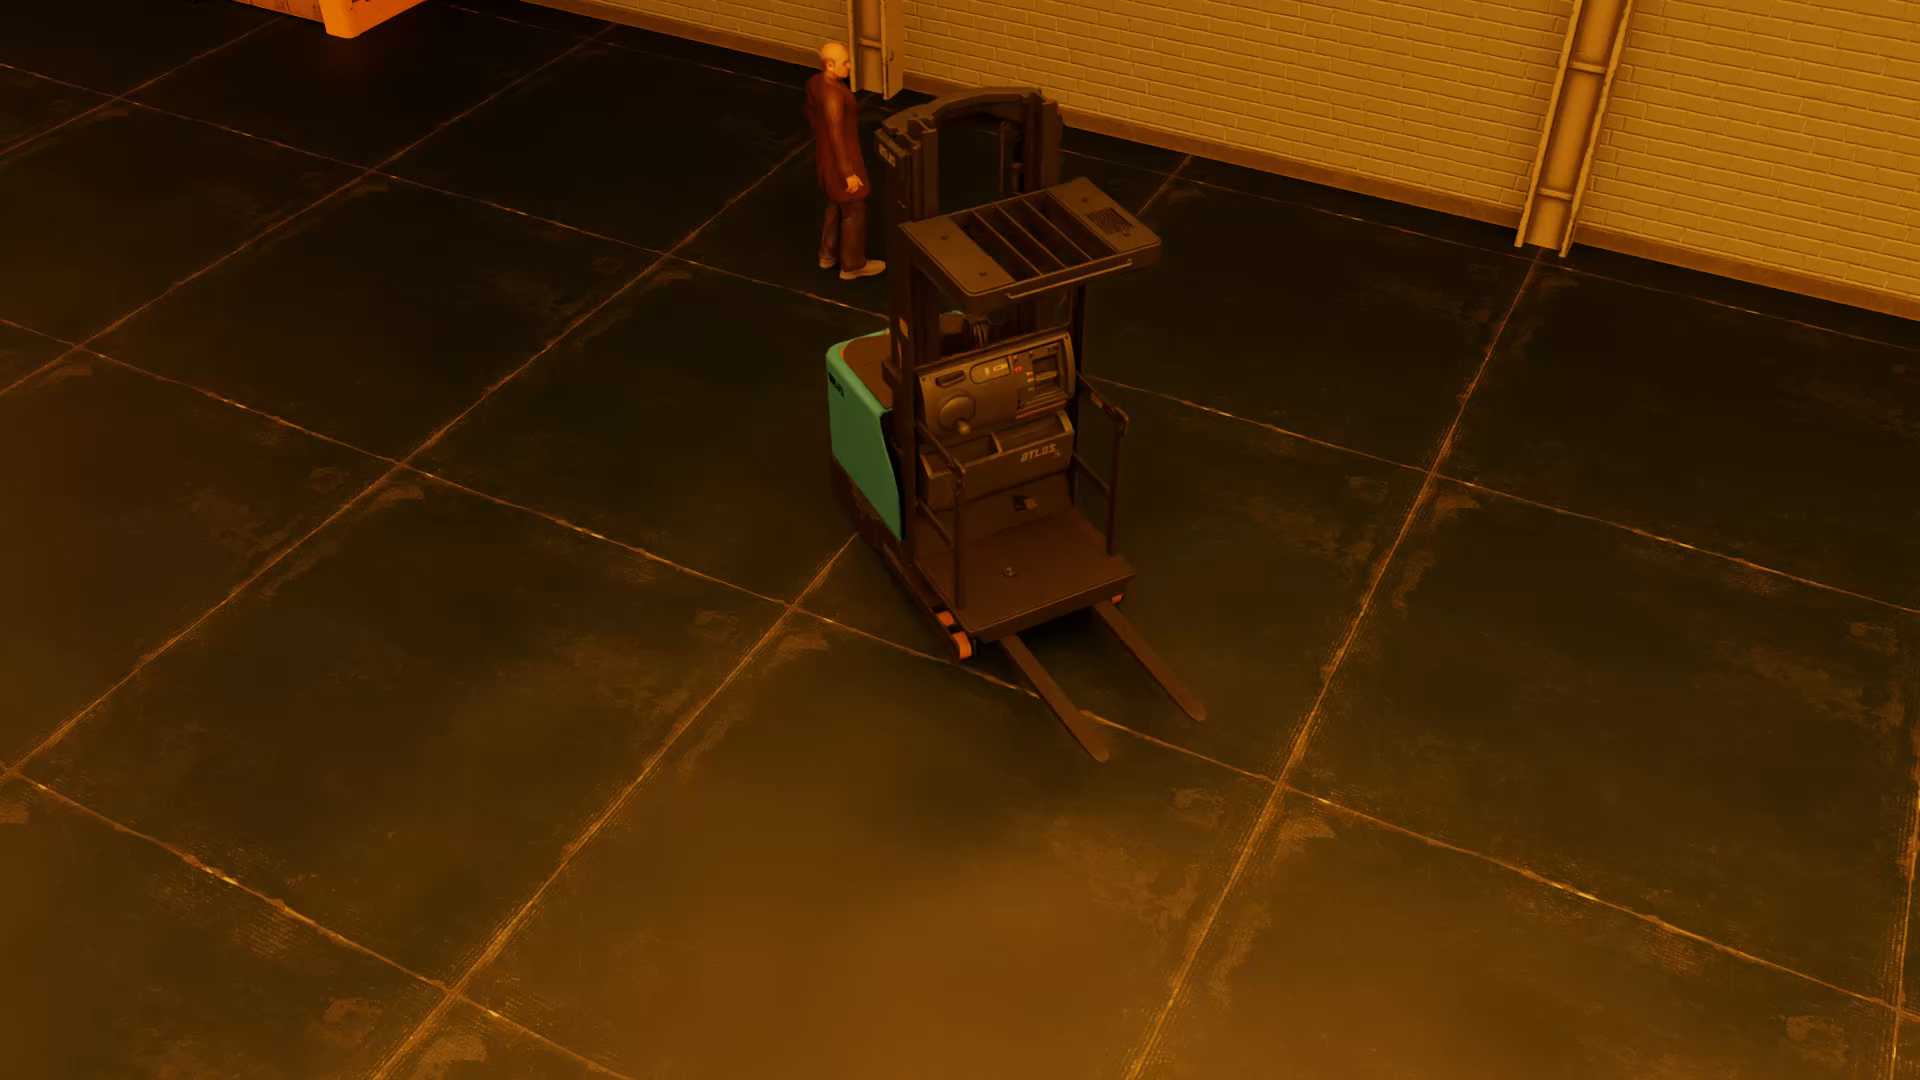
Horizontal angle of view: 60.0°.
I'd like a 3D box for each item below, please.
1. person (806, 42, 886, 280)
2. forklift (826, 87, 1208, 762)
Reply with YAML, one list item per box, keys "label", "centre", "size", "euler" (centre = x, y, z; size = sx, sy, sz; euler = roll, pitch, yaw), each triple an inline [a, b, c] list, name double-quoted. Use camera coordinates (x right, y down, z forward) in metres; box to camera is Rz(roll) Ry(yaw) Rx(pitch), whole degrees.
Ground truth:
- label: "person"
  centre: [-0.839, -2.788, 12.192]
  size: [0.456, 1.778, 0.705]
  euler: [-16, 43, -18]
- label: "forklift"
  centre: [0.310, -0.770, 8.901]
  size: [1.130, 2.935, 3.031]
  euler: [-19, 44, -21]
